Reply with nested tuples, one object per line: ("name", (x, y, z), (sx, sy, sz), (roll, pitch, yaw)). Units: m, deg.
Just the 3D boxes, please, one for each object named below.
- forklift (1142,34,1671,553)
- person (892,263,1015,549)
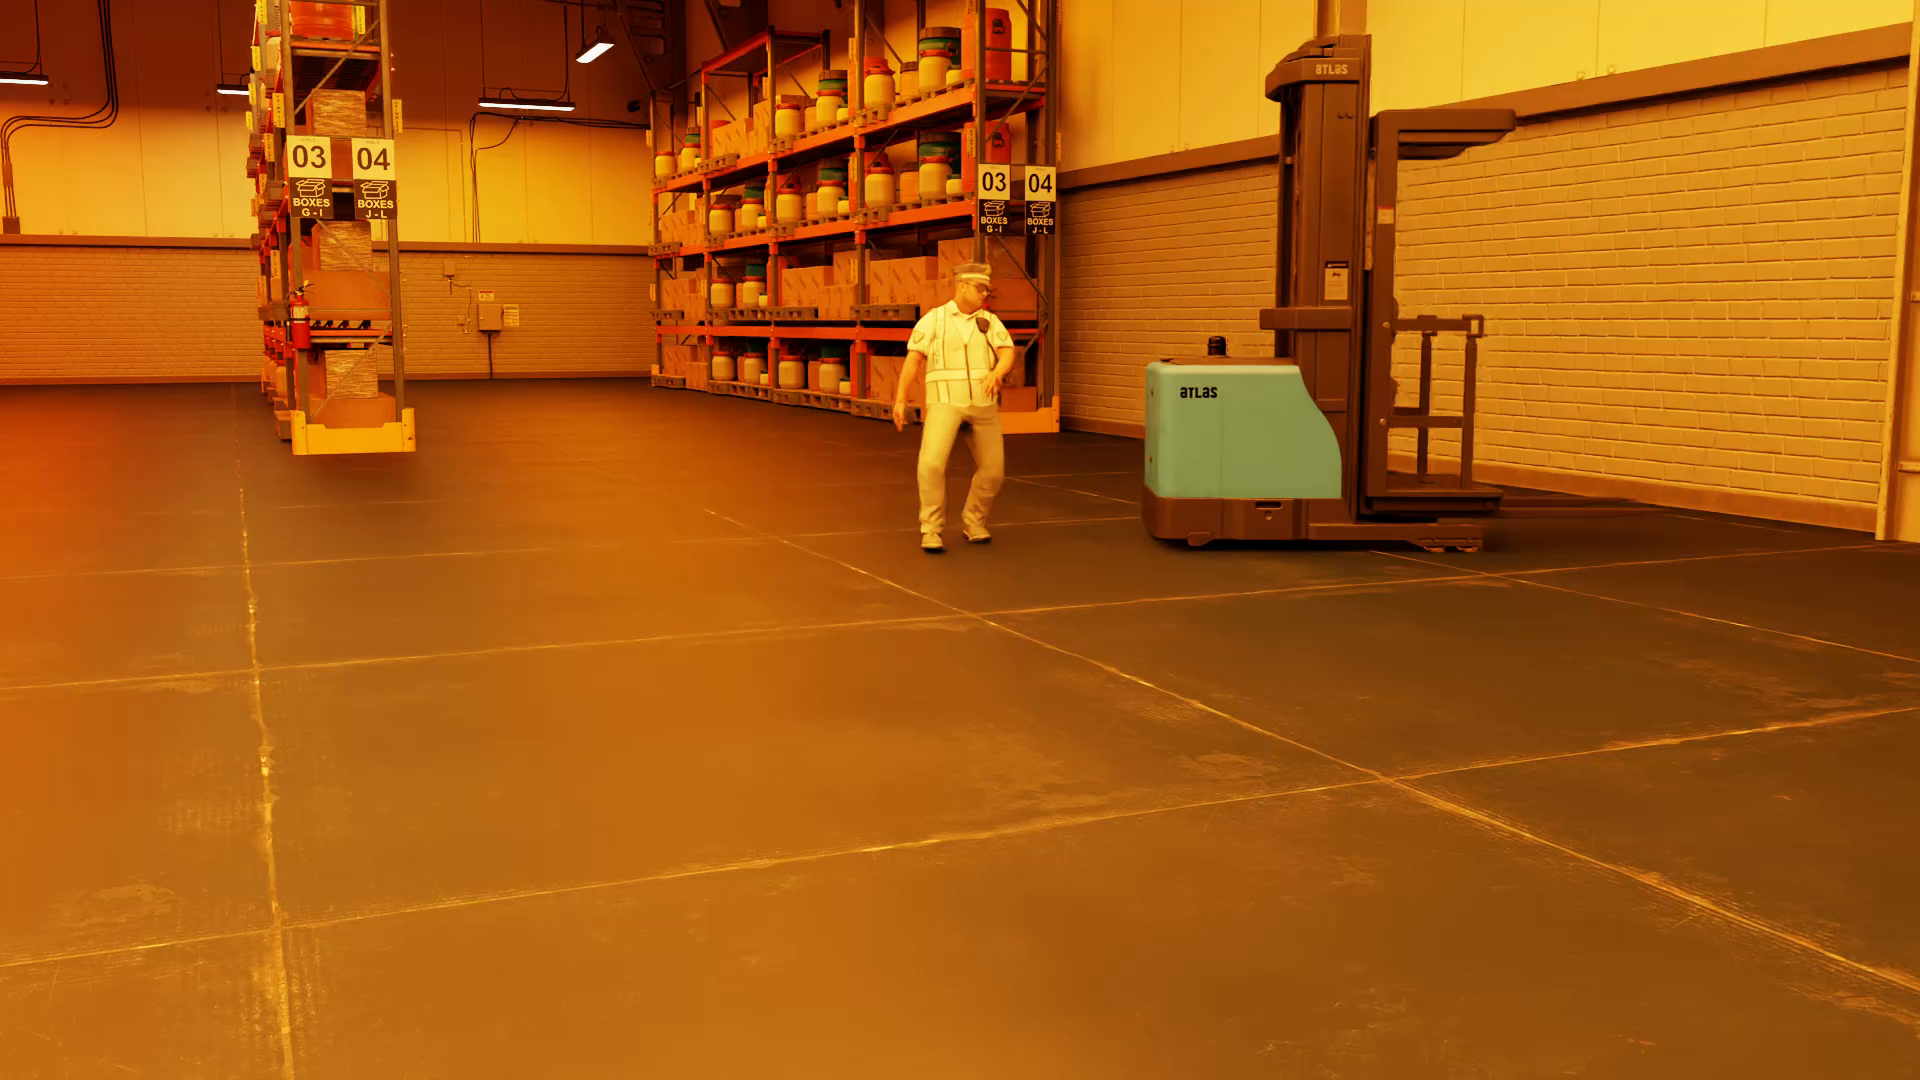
("forklift", (2.664, -1.451, 9.947), (3.031, 2.935, 1.130), (0, 8, 1))
("person", (-0.027, -0.786, 9.769), (0.722, 1.662, 0.811), (-3, 8, -19))
